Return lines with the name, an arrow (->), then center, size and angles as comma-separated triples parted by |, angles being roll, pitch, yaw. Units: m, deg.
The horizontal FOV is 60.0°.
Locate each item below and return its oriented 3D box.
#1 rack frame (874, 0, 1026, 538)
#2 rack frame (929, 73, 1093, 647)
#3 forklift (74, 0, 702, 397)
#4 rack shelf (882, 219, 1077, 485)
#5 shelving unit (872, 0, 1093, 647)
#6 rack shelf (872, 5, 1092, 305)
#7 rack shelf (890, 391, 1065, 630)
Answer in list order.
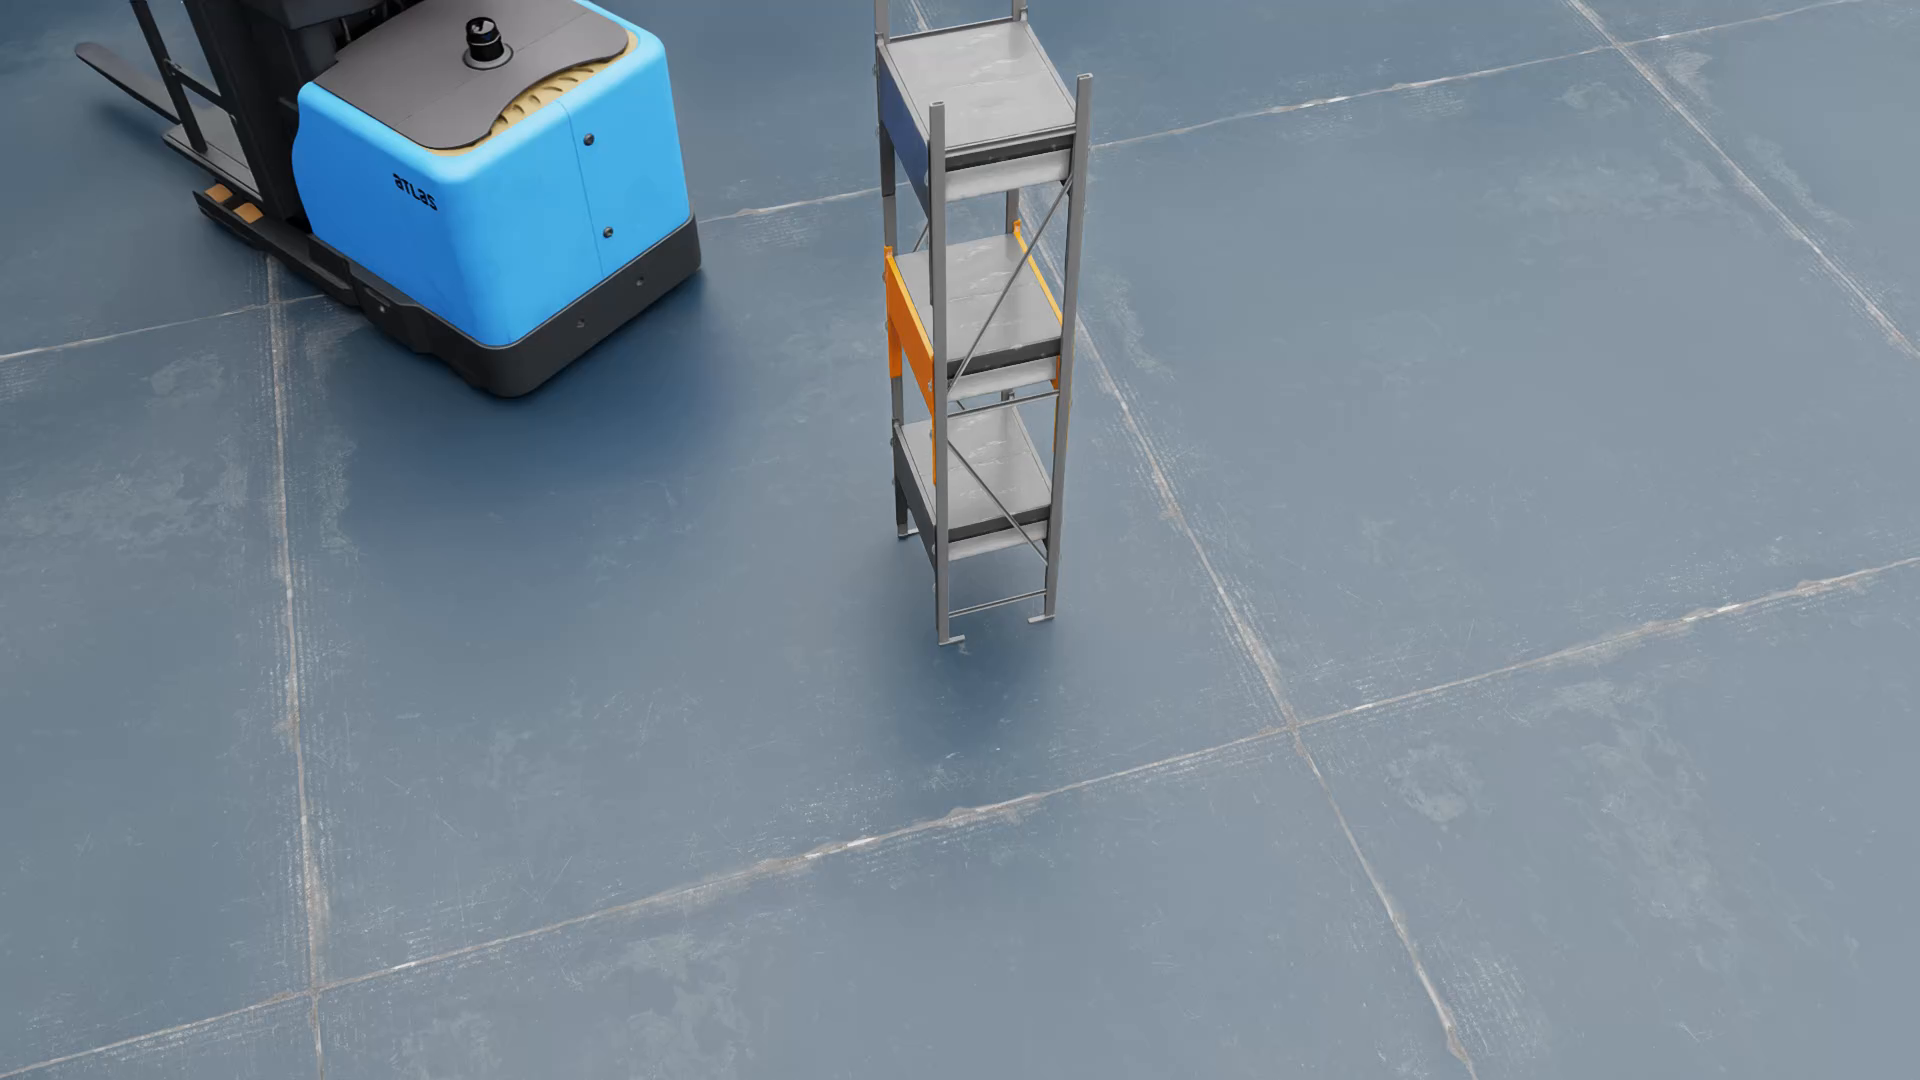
rack frame -> -0.023, -0.734, 4.996 | 0.400, 2.100, 0.015 | -13, 51, -11
rack frame -> 0.121, -0.378, 4.695 | 0.400, 2.100, 0.015 | -13, 51, -11
forklift -> -2.489, -2.427, 5.879 | 3.031, 2.935, 1.130 | 32, 57, 24
rack shelf -> 0.049, -0.547, 4.856 | 0.431, 0.518, 0.480 | -13, 51, -11
shelving unit -> 0.049, -0.556, 4.845 | 0.431, 2.100, 0.503 | -13, 51, -11
rack shelf -> 0.049, -0.998, 4.321 | 0.431, 0.518, 0.480 | -13, 51, -11
rack shelf -> 0.049, -0.096, 5.391 | 0.431, 0.518, 0.480 | -13, 51, -11
